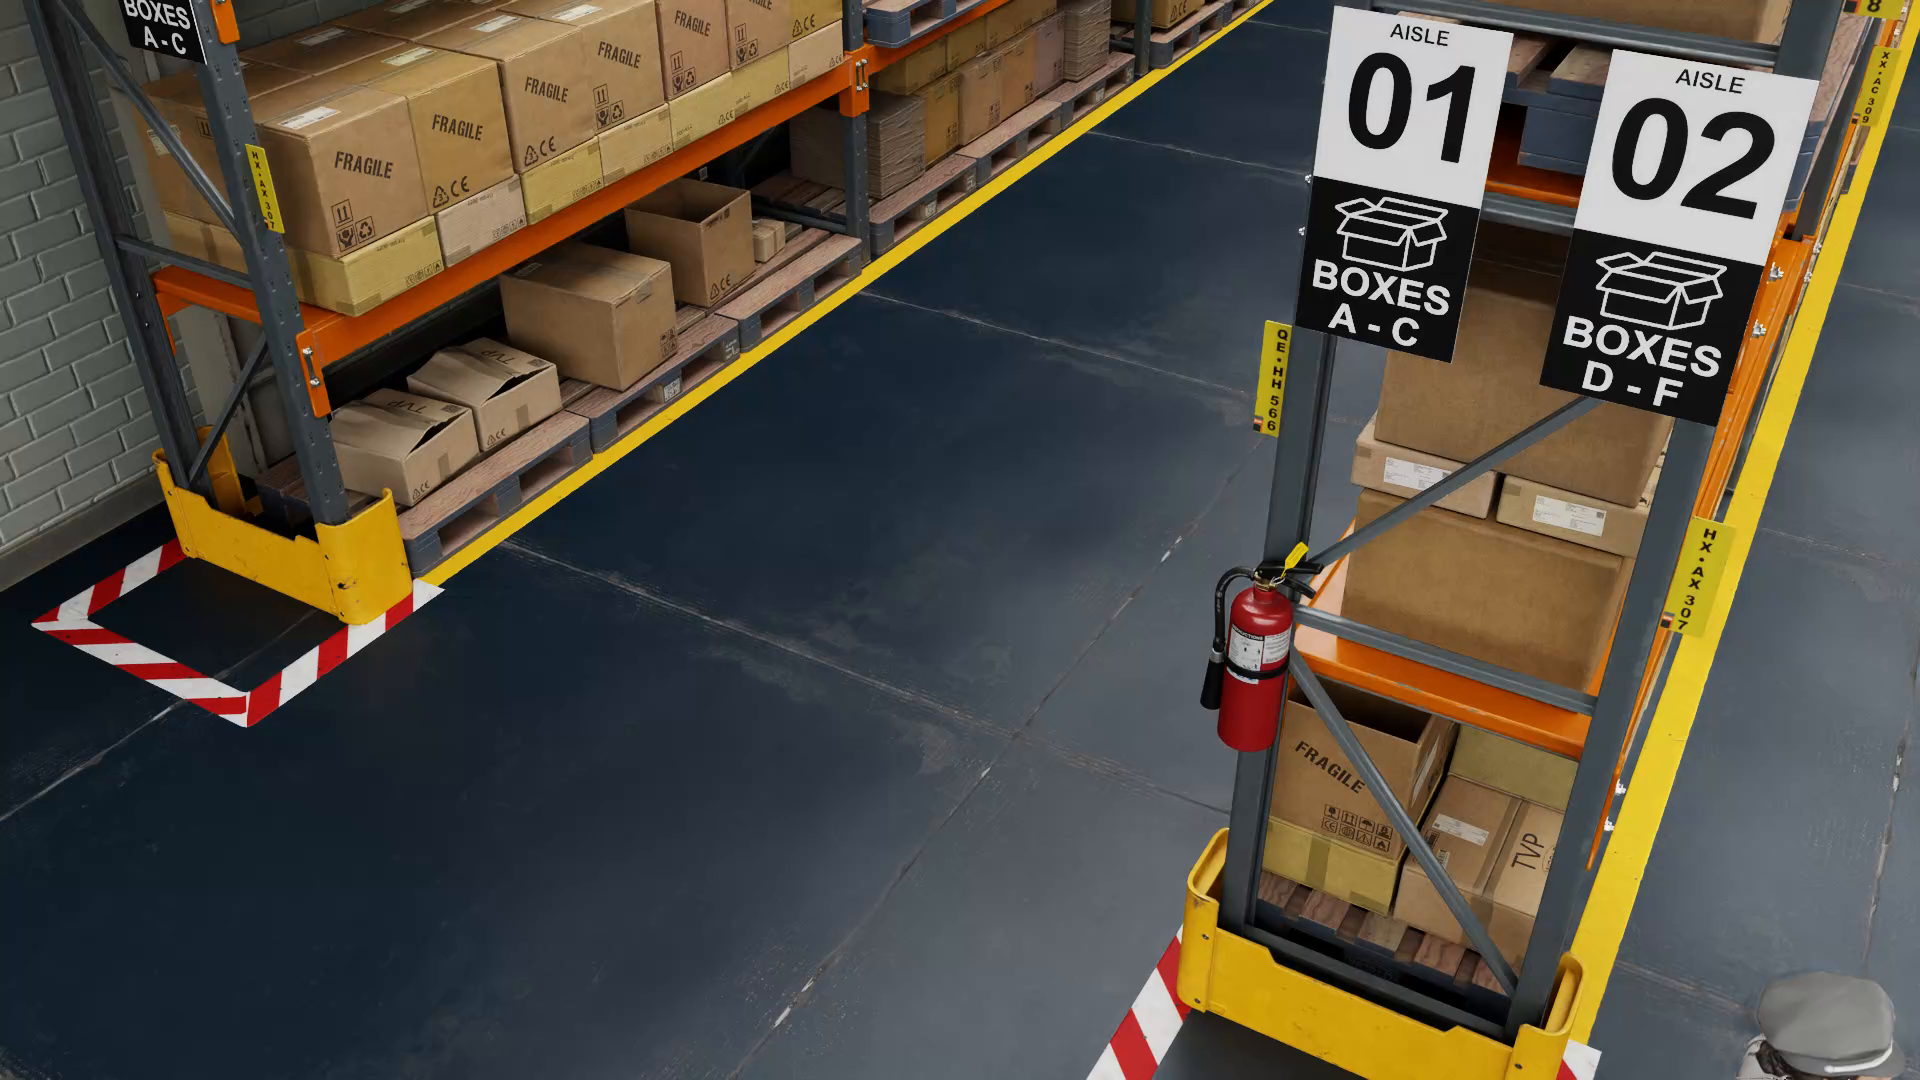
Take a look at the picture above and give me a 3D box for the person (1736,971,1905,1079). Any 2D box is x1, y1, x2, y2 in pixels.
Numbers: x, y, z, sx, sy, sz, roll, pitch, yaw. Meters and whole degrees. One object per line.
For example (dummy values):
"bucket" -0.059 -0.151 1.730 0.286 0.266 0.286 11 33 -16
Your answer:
"person" 1.751 1.631 3.759 0.644 1.741 0.509 7 35 11
